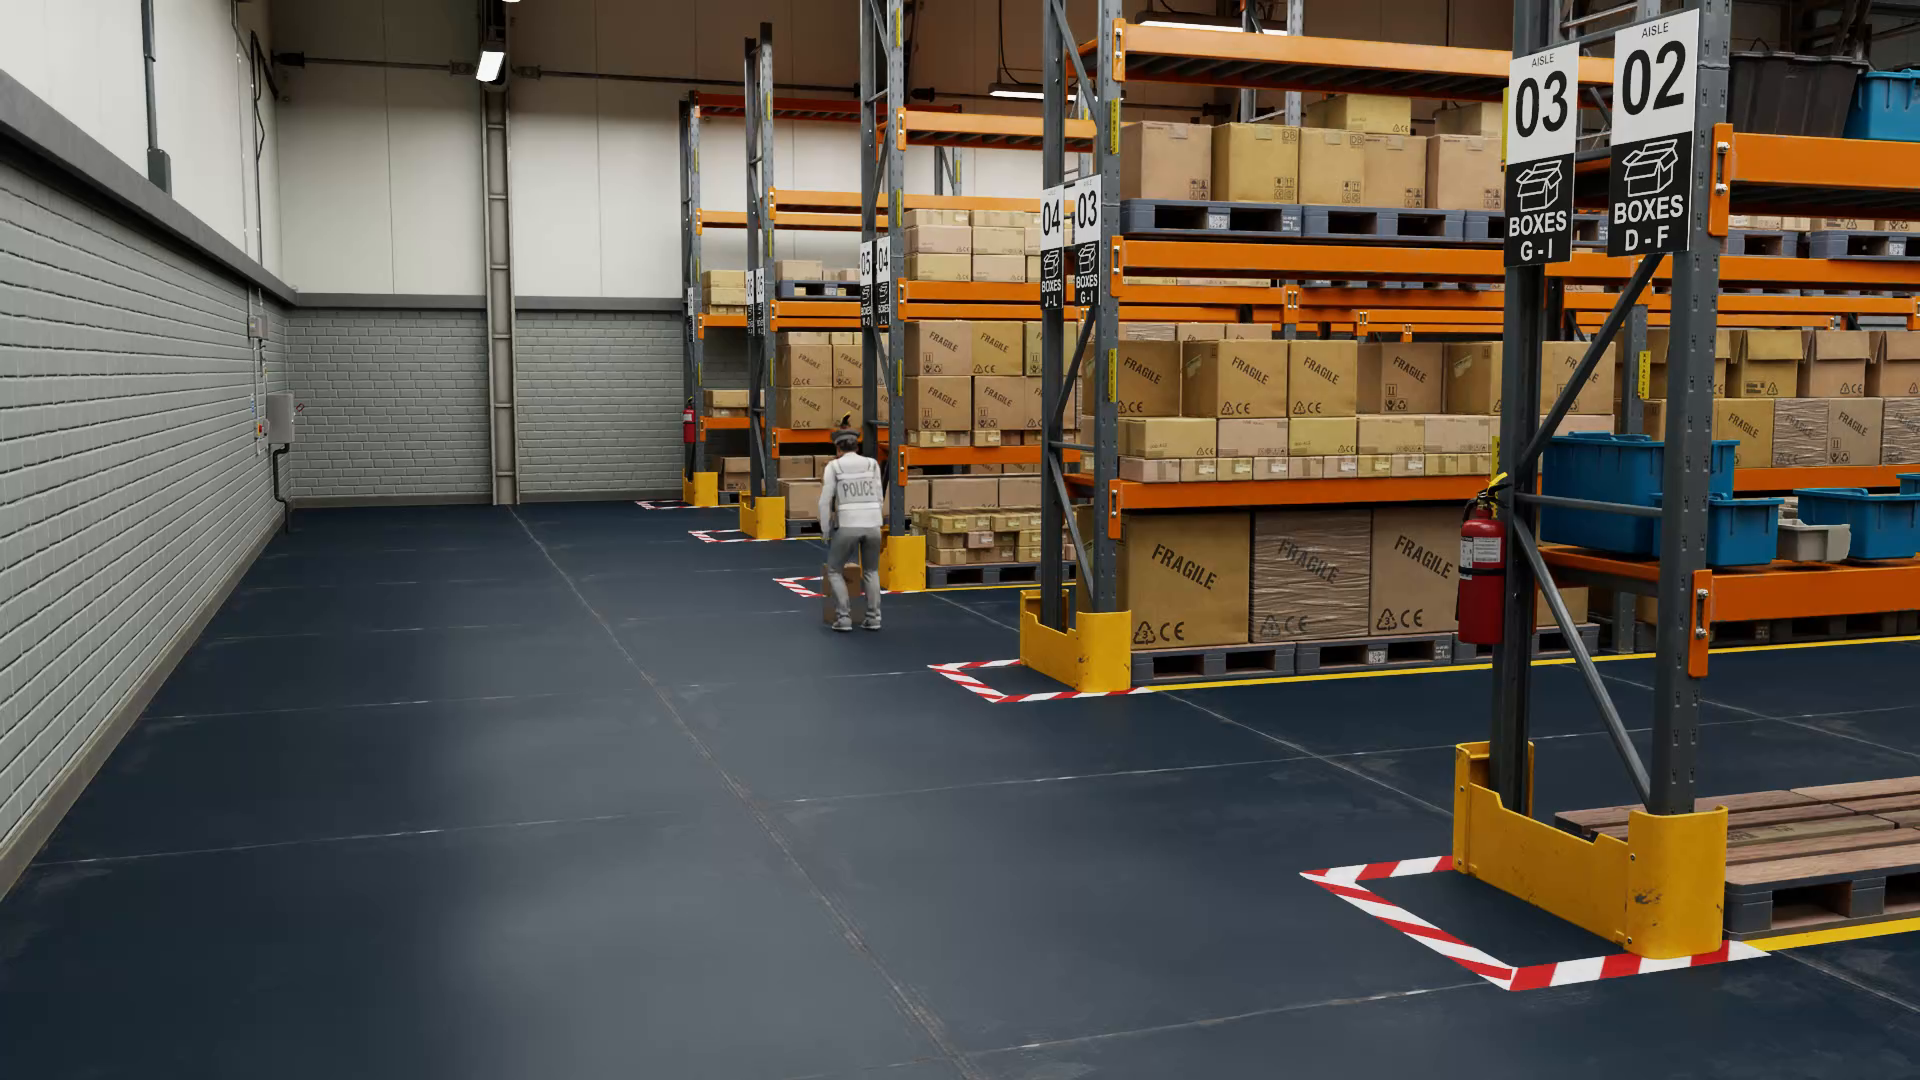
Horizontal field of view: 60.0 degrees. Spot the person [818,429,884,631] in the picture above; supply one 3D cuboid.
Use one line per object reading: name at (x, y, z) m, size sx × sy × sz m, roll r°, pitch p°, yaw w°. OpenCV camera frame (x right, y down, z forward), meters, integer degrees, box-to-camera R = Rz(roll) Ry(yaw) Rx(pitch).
person at (-0.841, -0.074, 12.866) m, size 0.520 × 1.559 × 0.548 m, roll -2°, pitch 6°, yaw -18°
